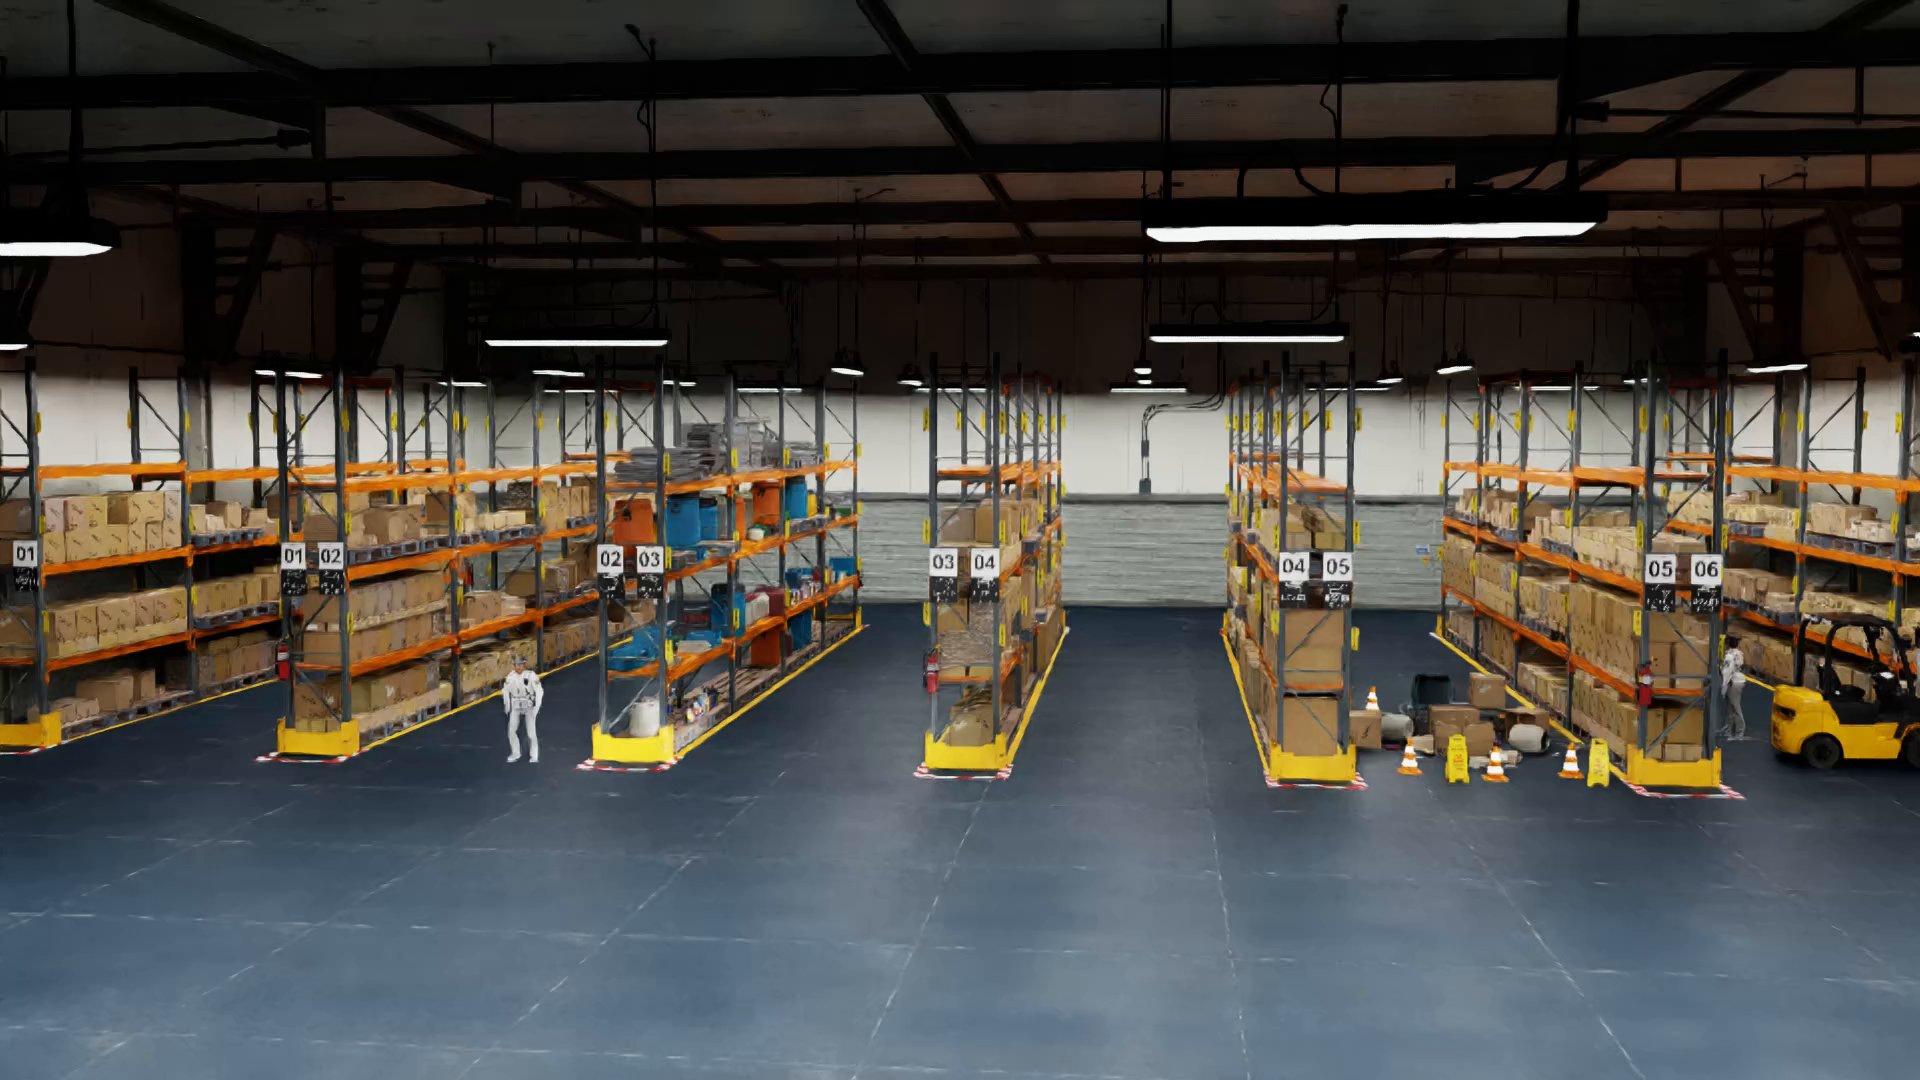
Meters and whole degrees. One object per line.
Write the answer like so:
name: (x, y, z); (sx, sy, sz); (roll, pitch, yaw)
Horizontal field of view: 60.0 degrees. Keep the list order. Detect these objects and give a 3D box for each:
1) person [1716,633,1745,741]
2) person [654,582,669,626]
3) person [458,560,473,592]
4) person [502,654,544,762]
person: (12.142, 2.306, 26.228); (0.532, 1.656, 0.573); (3, 5, 38)
person: (-6.726, 1.434, 37.583); (0.409, 1.784, 0.658); (0, 4, -5)
person: (-12.759, 1.084, 42.807); (0.531, 1.756, 0.718); (3, 5, 39)
person: (-6.428, 2.464, 24.456); (0.633, 1.633, 0.507); (0, 4, 6)
